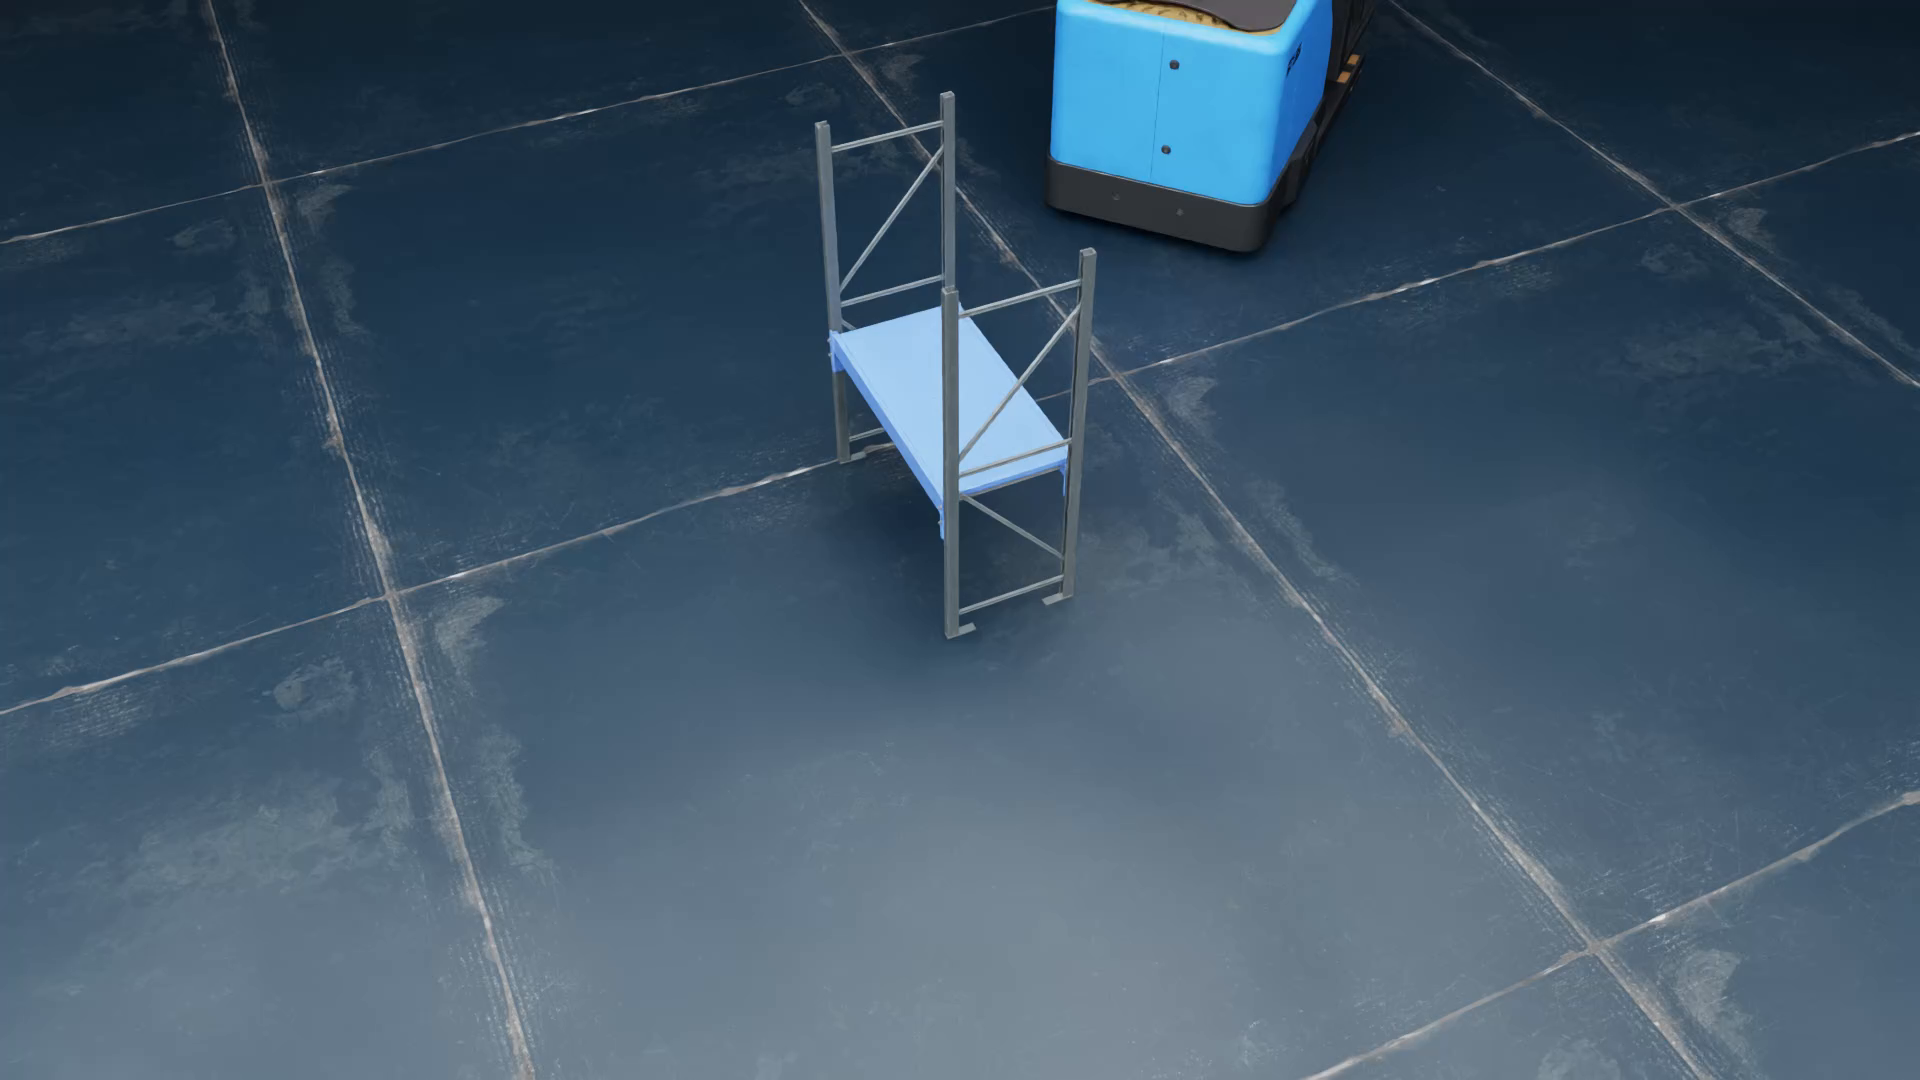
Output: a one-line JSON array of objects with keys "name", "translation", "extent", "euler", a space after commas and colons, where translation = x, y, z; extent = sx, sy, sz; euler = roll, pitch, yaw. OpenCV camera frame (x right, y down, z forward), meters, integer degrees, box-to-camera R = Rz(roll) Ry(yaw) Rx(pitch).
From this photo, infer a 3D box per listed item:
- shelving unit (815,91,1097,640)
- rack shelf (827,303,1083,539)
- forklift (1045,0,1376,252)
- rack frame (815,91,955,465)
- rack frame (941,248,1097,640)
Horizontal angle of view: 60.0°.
[{"name": "shelving unit", "translation": [-0.036, -0.588, 5.778], "extent": [0.538, 1.500, 1.048], "euler": [-18, 47, -17]}, {"name": "rack shelf", "translation": [-0.036, -0.460, 5.905], "extent": [0.538, 0.185, 1.000], "euler": [-18, 47, -17]}, {"name": "forklift", "translation": [1.448, -3.381, 7.590], "extent": [1.130, 2.935, 3.031], "euler": [17, 47, 16]}, {"name": "rack frame", "translation": [-0.250, -0.912, 6.107], "extent": [0.500, 1.500, 0.032], "euler": [-18, 47, -17]}, {"name": "rack frame", "translation": [0.178, -0.264, 5.450], "extent": [0.500, 1.500, 0.032], "euler": [-18, 47, -17]}]
